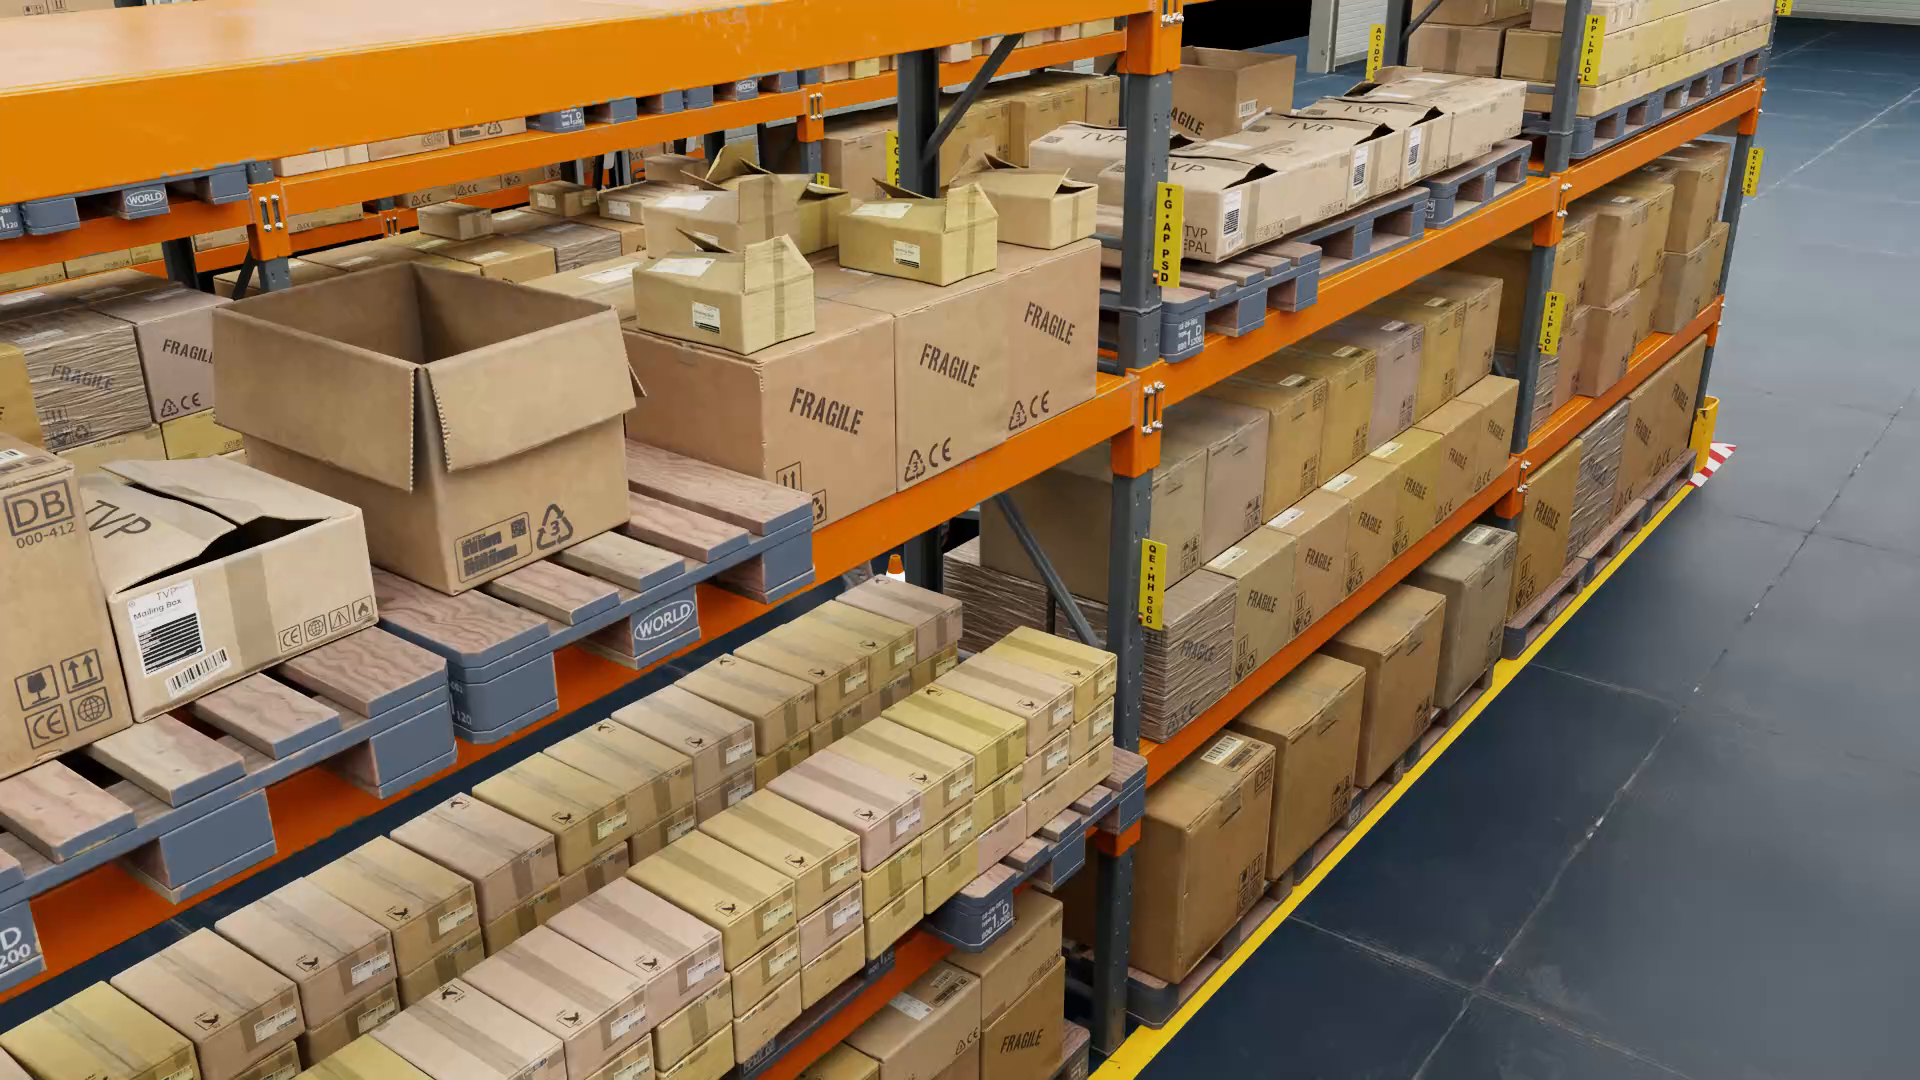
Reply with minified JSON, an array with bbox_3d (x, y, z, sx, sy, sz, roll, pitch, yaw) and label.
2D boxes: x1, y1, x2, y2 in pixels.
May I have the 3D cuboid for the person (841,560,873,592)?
[{"bbox_3d":[-0.620,-0.217,9.544,0.491,1.699,0.532,8,25,18],"label":"person"}]
